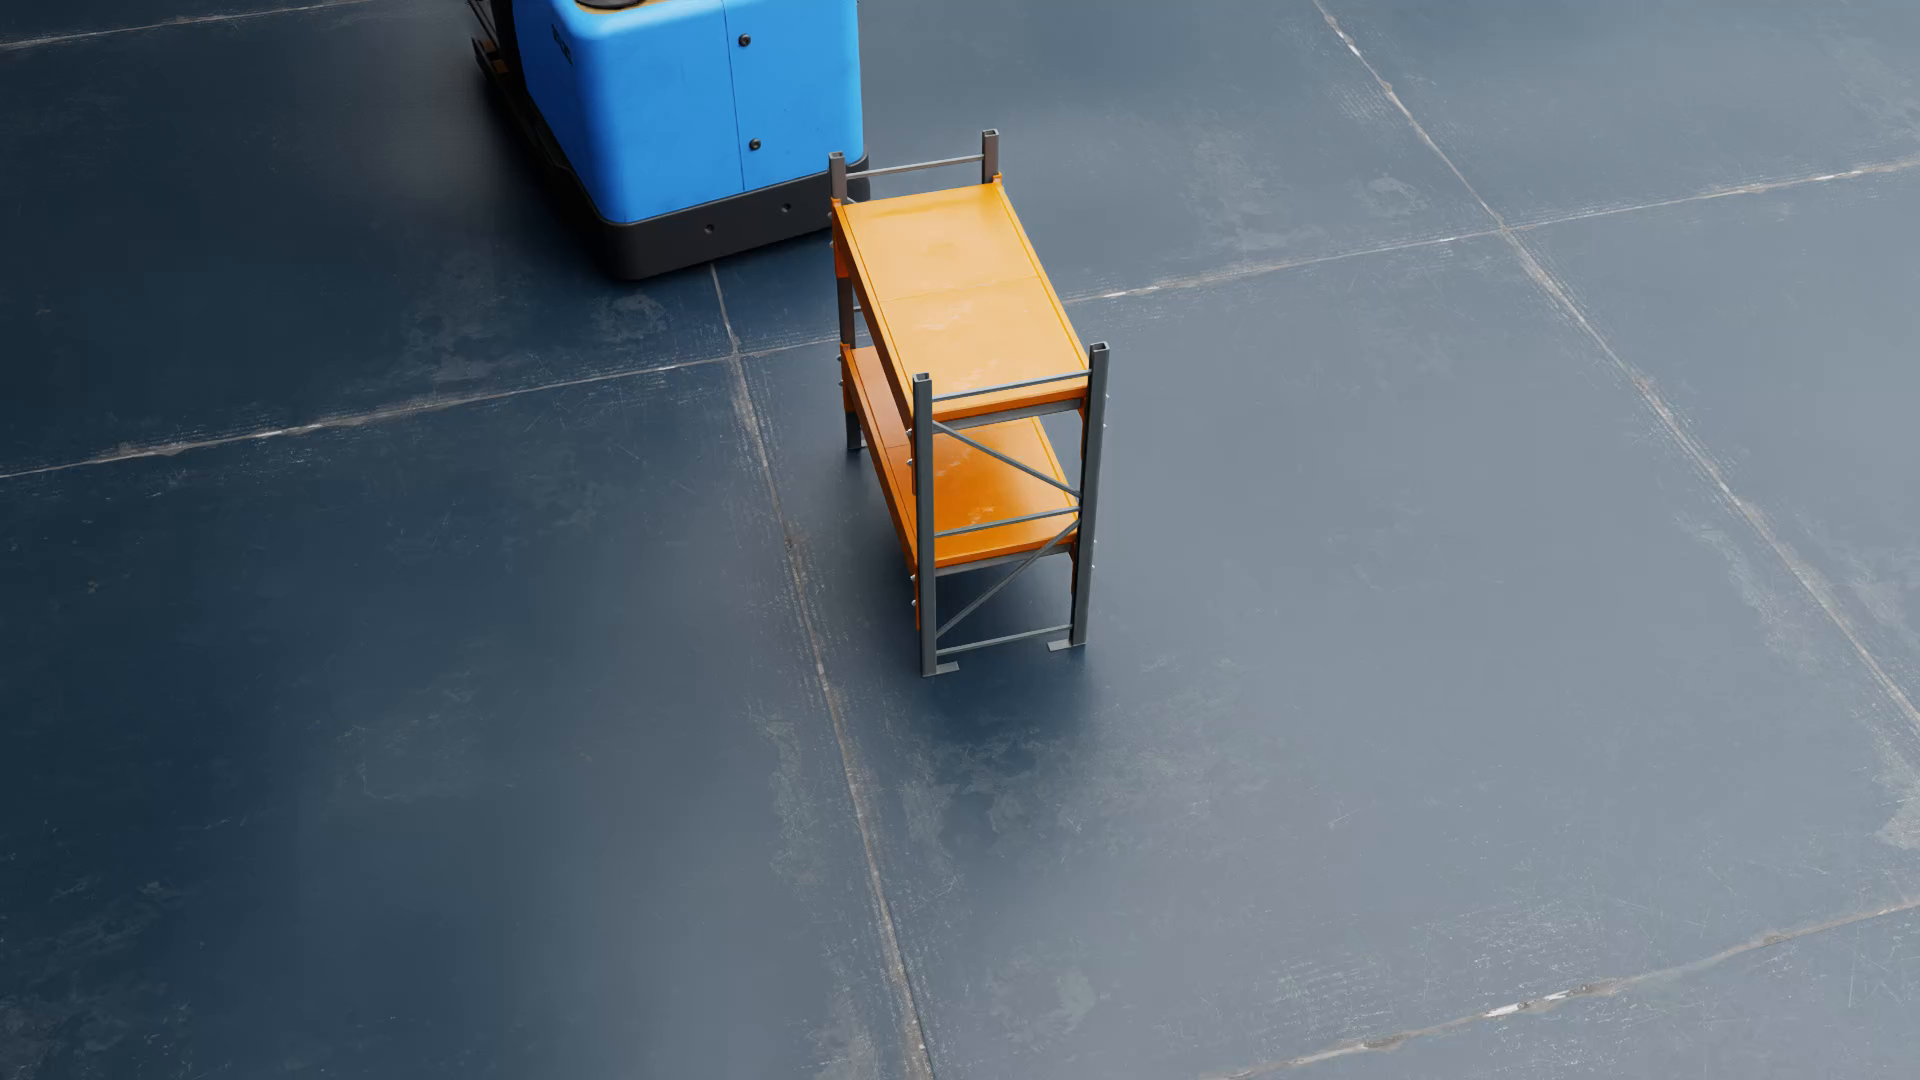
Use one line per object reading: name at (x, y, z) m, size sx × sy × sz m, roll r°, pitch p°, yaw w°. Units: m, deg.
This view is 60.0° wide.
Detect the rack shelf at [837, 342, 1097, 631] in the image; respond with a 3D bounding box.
rack shelf at (-0.002, -0.227, 5.027) m, size 0.538 × 0.278 × 1.000 m, roll -11°, pitch 47°, yaw -10°

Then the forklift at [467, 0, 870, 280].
forklift at (-1.447, -3.035, 6.172) m, size 1.130 × 2.935 × 3.031 m, roll -19°, pitch 49°, yaw -18°

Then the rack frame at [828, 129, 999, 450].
rack frame at (-0.132, -0.749, 5.197) m, size 0.500 × 1.125 × 0.032 m, roll -11°, pitch 47°, yaw -10°

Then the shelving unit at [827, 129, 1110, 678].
shelving unit at (-0.002, -0.398, 4.853) m, size 0.538 × 1.125 × 1.048 m, roll -11°, pitch 47°, yaw -10°

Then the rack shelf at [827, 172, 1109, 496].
rack shelf at (-0.002, -0.603, 4.644) m, size 0.538 × 0.278 × 1.000 m, roll -11°, pitch 47°, yaw -10°

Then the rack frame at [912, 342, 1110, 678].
rack frame at (0.128, -0.047, 4.509) m, size 0.500 × 1.125 × 0.032 m, roll -11°, pitch 47°, yaw -10°
